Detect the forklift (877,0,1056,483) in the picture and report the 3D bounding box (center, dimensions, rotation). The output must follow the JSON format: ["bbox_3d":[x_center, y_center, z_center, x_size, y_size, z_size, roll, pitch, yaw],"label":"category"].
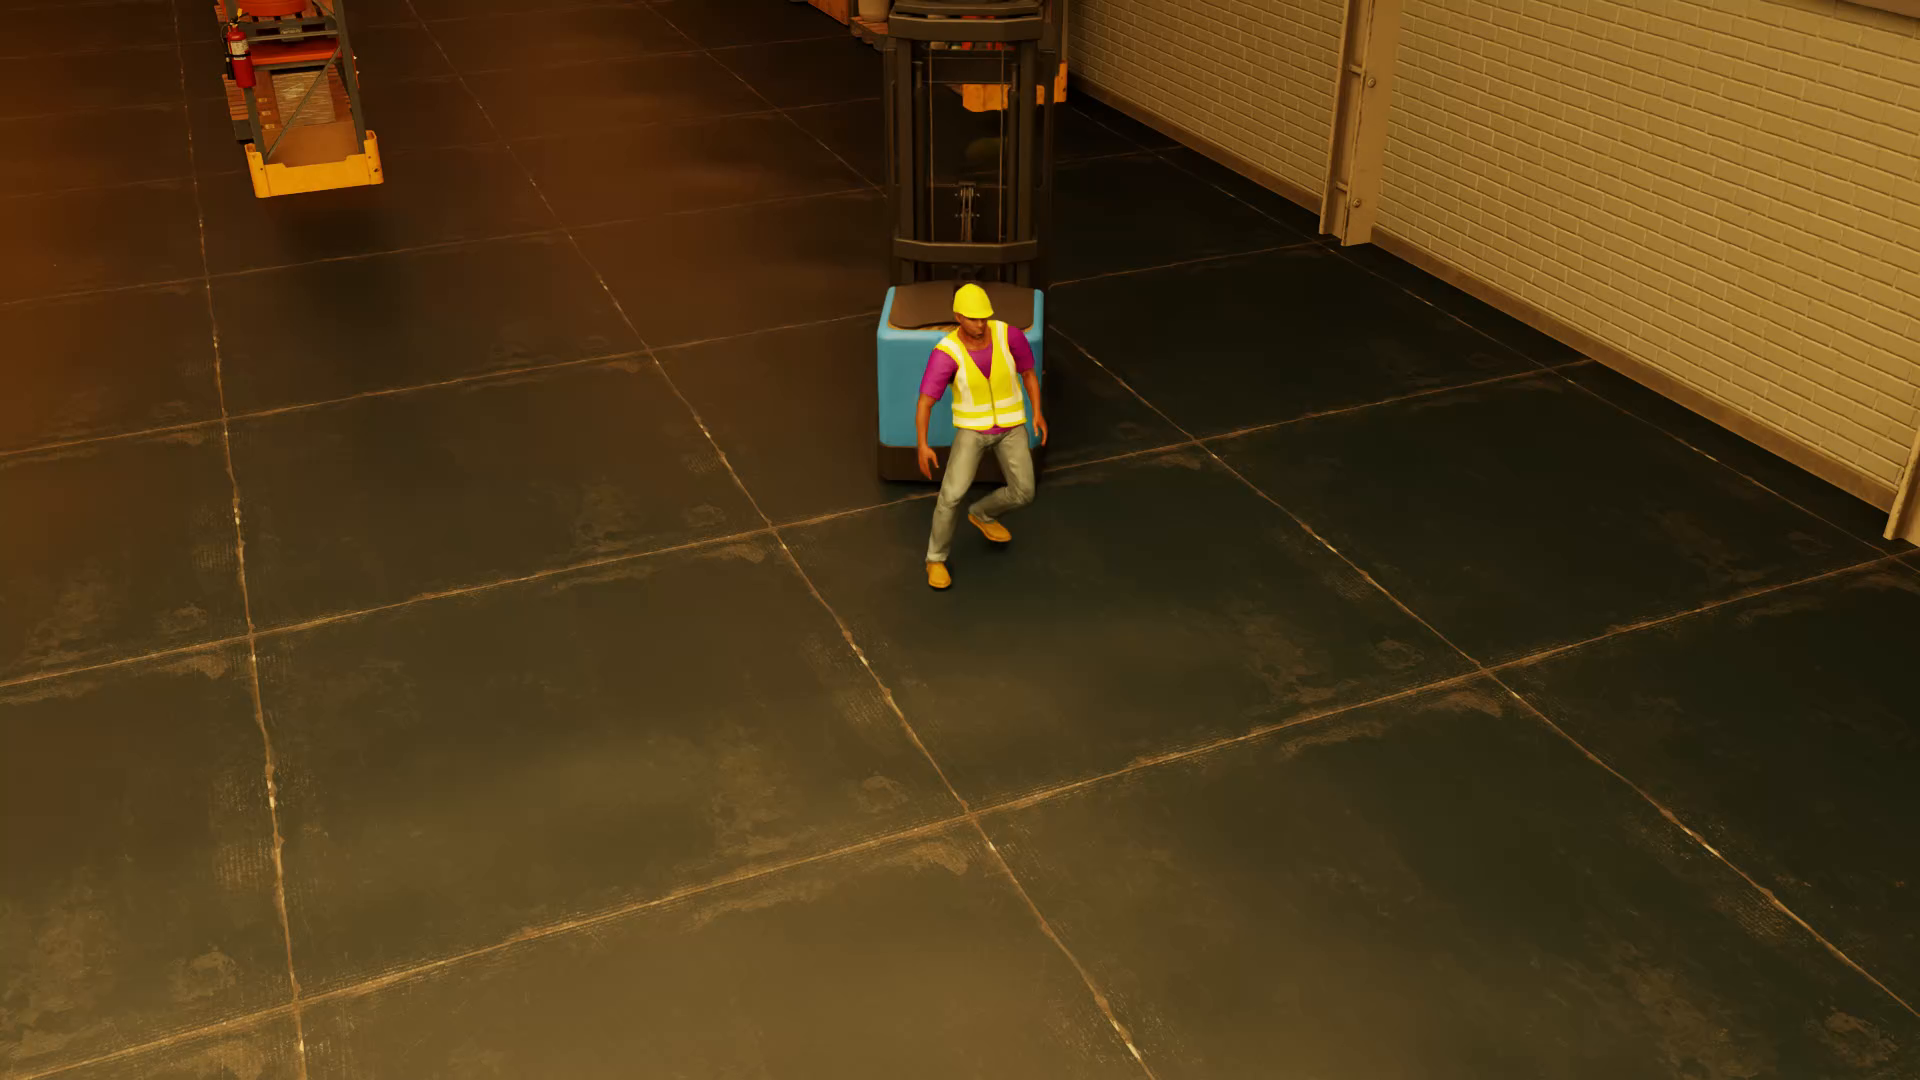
[{"bbox_3d":[0.072,-2.330,11.194,1.130,2.935,3.031,1,30,3],"label":"forklift"}]

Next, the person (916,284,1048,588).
[{"bbox_3d":[0.121,-0.606,9.462,0.779,1.669,0.661,-7,30,-12],"label":"person"}]
